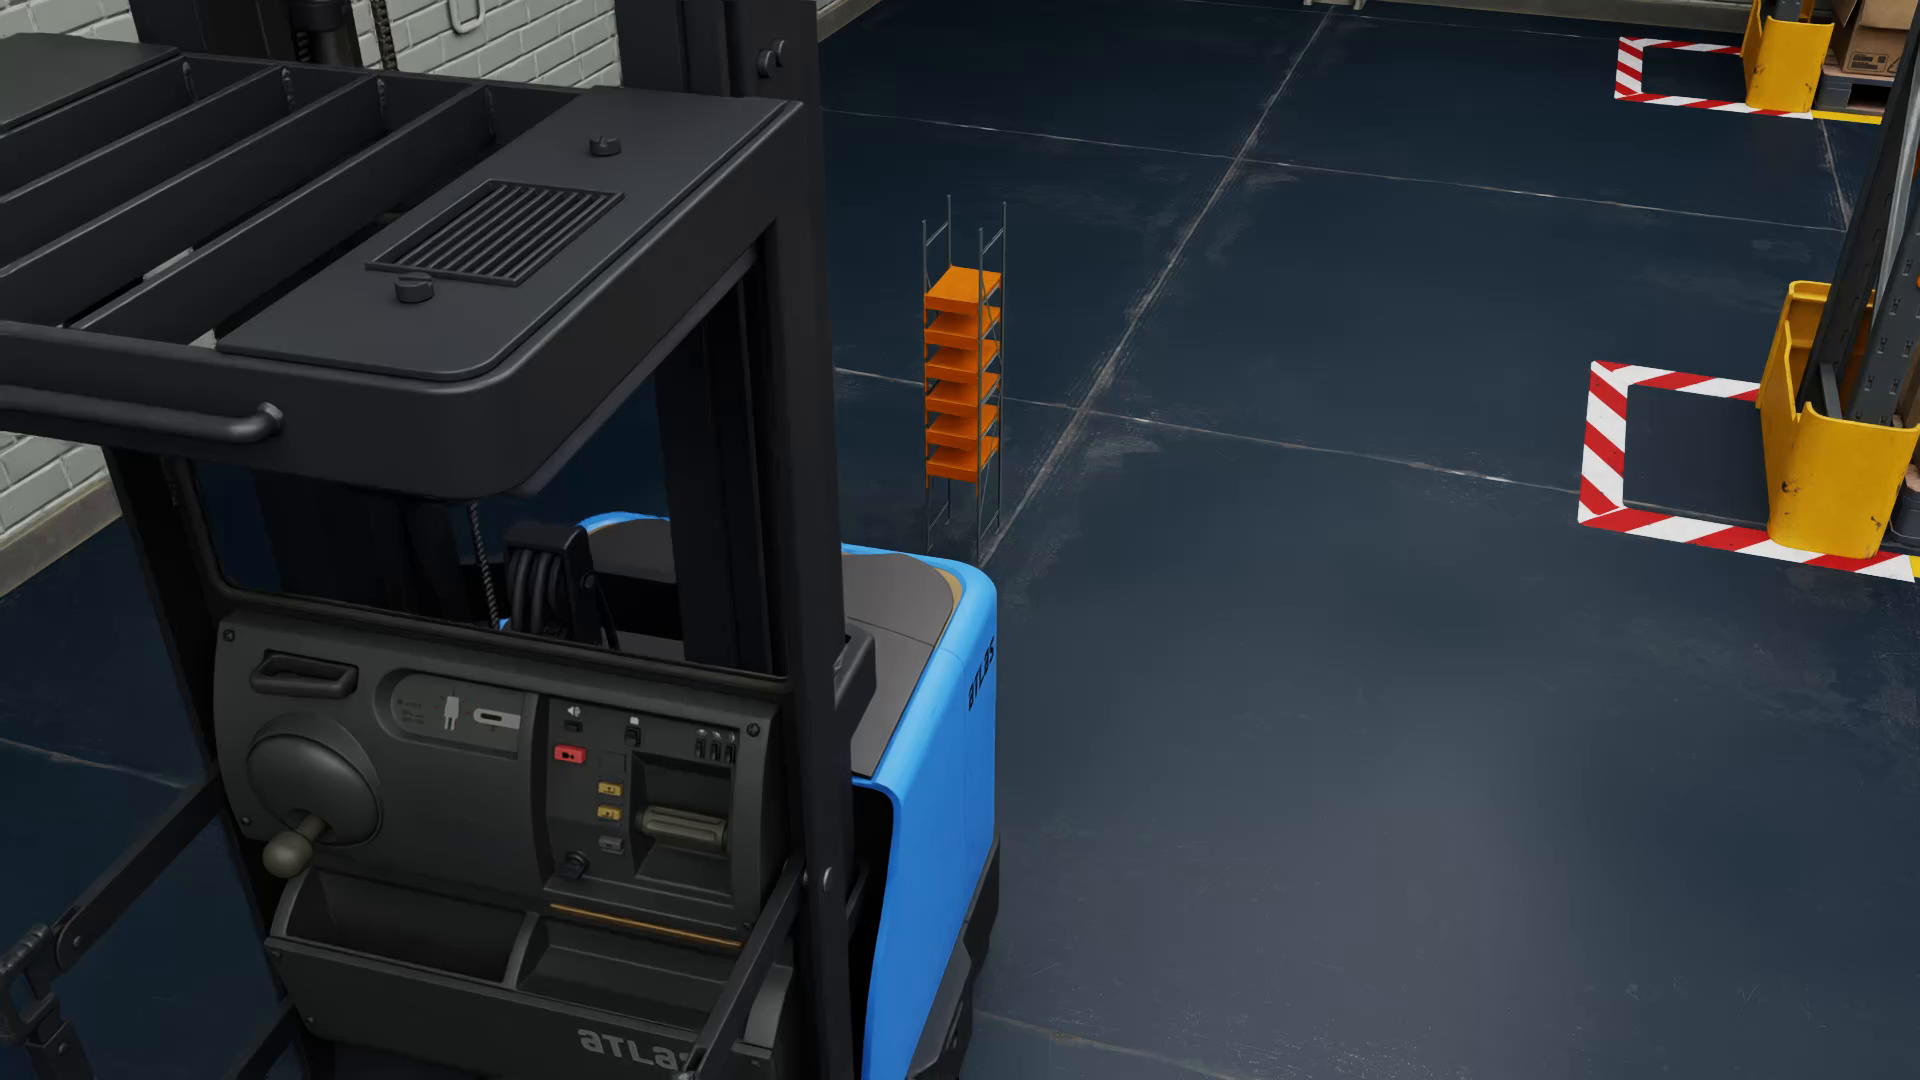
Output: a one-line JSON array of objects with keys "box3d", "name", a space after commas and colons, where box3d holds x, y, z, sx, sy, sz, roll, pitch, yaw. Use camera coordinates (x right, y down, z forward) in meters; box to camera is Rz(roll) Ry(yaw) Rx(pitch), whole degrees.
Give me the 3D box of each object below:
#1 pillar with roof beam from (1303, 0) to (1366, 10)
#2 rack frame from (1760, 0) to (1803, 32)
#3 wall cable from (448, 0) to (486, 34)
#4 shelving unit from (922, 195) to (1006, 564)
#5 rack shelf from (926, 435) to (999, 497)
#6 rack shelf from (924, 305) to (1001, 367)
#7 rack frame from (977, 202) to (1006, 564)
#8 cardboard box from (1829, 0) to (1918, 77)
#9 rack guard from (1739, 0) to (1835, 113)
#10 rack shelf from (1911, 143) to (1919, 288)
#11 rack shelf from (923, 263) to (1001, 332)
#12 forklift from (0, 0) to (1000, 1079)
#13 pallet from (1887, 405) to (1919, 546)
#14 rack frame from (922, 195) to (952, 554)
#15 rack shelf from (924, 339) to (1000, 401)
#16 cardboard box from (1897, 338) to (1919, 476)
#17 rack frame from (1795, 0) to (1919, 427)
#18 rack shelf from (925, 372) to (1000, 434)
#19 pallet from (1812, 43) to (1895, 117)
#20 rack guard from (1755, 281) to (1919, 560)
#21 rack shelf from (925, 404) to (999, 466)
[{"box3d": [1.152, -5.319, 5.692, 0.400, 9.000, 9.100, 11, 34, 16], "name": "pillar with roof beam"}, {"box3d": [4.838, -4.043, 9.247, 0.127, 3.000, 1.000, 11, 34, 16], "name": "rack frame"}, {"box3d": [-2.149, -2.968, 6.616, 0.123, 1.953, 0.585, 11, 34, 16], "name": "wall cable"}, {"box3d": [0.014, -0.501, 5.420, 0.189, 1.200, 0.258, 11, 34, 16], "name": "shelving unit"}, {"box3d": [0.014, -0.262, 5.575, 0.180, 0.103, 0.258, 11, 34, 16], "name": "rack shelf"}, {"box3d": [0.014, -0.666, 5.314, 0.180, 0.103, 0.258, 11, 34, 16], "name": "rack shelf"}, {"box3d": [0.100, -0.485, 5.395, 0.006, 1.200, 0.240, 11, 34, 16], "name": "rack frame"}, {"box3d": [5.382, -3.011, 9.562, 0.637, 0.503, 0.797, 10, 34, 15], "name": "cardboard box"}, {"box3d": [4.910, -2.979, 9.903, 0.348, 0.500, 1.175, 11, 34, 16], "name": "rack guard"}, {"box3d": [5.050, -0.840, 4.949, 4.000, 0.370, 1.077, 11, 34, 16], "name": "rack shelf"}, {"box3d": [0.014, -0.767, 5.249, 0.180, 0.103, 0.258, 11, 34, 16], "name": "rack shelf"}, {"box3d": [-0.787, 0.426, 2.388, 1.130, 2.935, 3.031, 8, 34, 13], "name": "forklift"}, {"box3d": [3.946, -0.230, 5.912, 1.213, 0.211, 1.003, 11, 34, 16], "name": "pallet"}, {"box3d": [-0.073, -0.518, 5.446, 0.006, 1.200, 0.240, 11, 34, 16], "name": "rack frame"}, {"box3d": [0.014, -0.565, 5.379, 0.180, 0.103, 0.258, 11, 34, 16], "name": "rack shelf"}, {"box3d": [3.822, -0.538, 5.793, 0.875, 0.438, 0.875, 10, 34, 15], "name": "cardboard box"}, {"box3d": [3.167, -1.508, 5.320, 0.127, 3.000, 1.000, 11, 34, 16], "name": "rack frame"}, {"box3d": [0.014, -0.464, 5.445, 0.180, 0.103, 0.258, 11, 34, 16], "name": "rack shelf"}, {"box3d": [5.661, -2.712, 9.757, 1.213, 0.211, 1.003, 11, 34, 16], "name": "pallet"}, {"box3d": [3.145, -0.462, 6.005, 0.348, 0.500, 1.175, 11, 34, 16], "name": "rack guard"}, {"box3d": [0.014, -0.363, 5.510, 0.180, 0.103, 0.258, 11, 34, 16], "name": "rack shelf"}]
